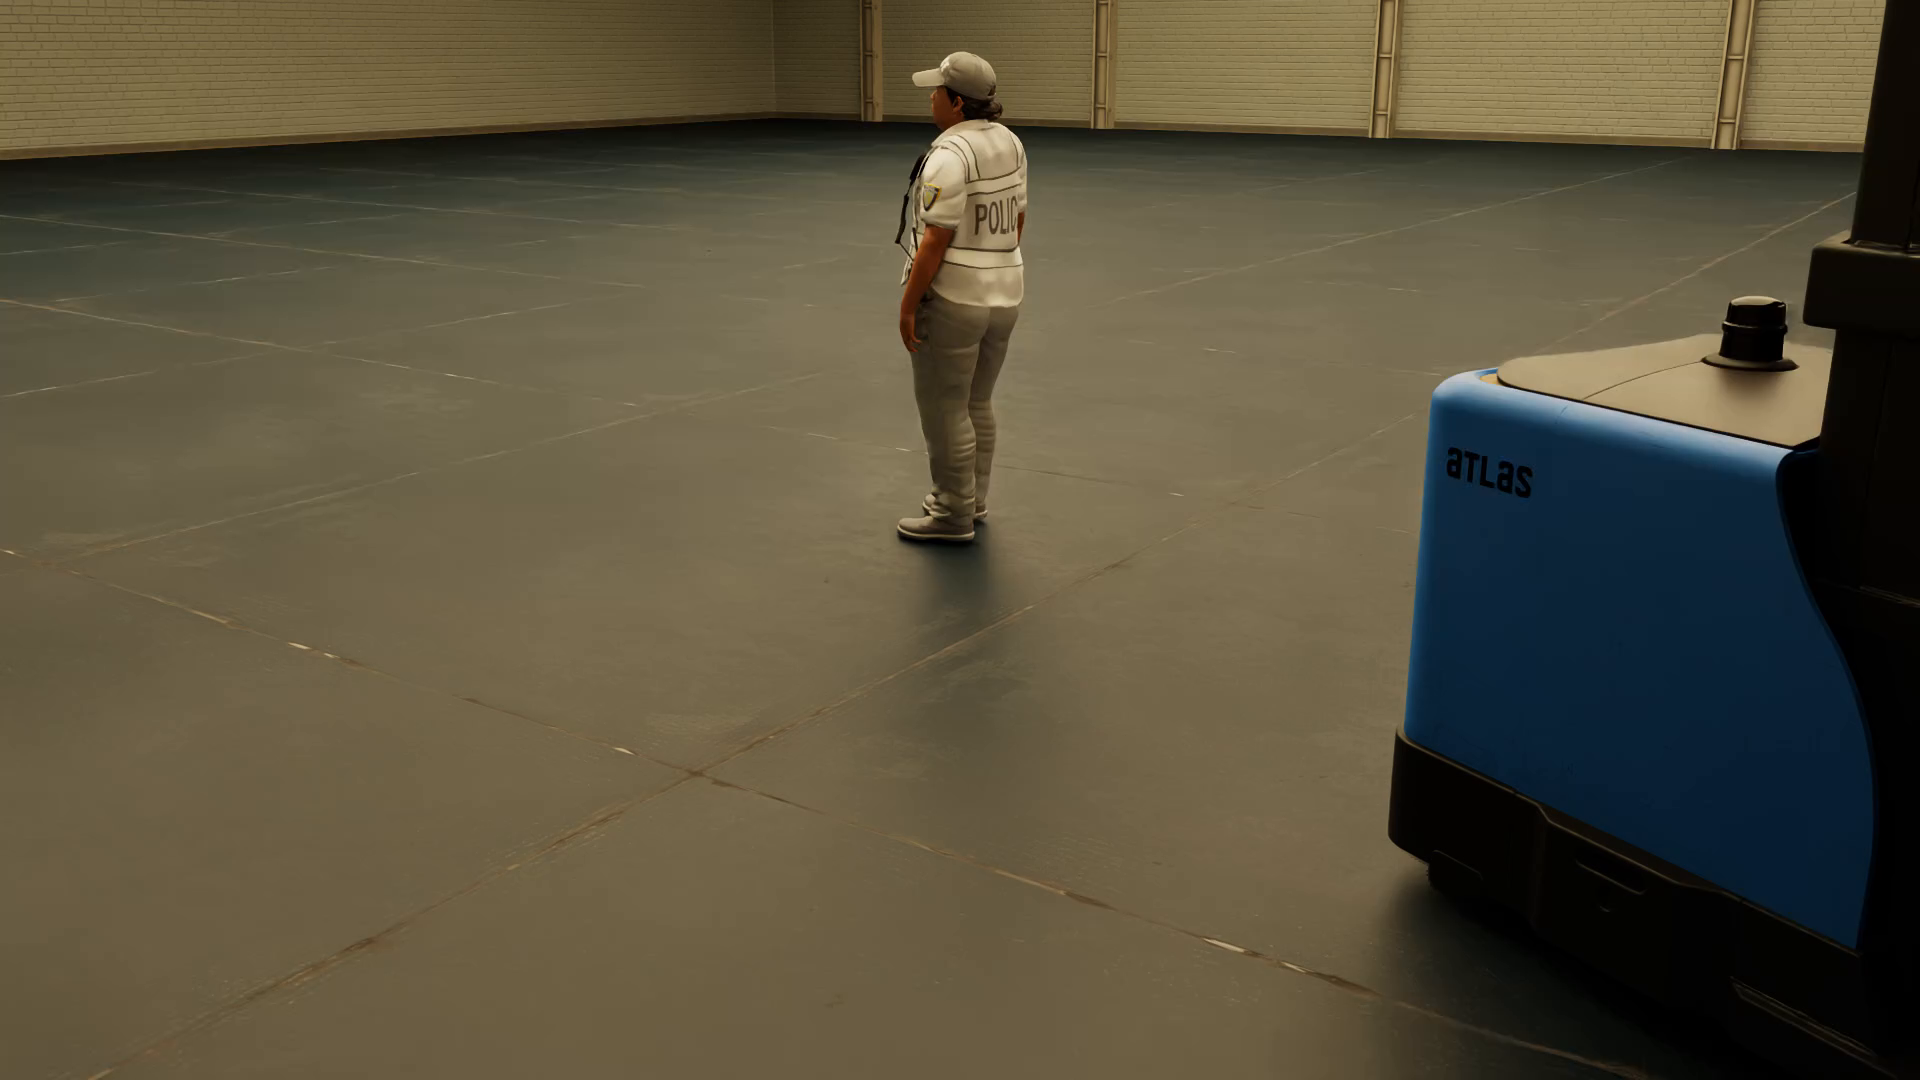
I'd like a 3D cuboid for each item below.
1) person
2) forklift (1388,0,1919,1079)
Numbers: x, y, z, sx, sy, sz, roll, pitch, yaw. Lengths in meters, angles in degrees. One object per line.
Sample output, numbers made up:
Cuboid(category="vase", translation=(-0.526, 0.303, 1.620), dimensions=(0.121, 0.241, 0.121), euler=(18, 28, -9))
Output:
Cuboid(category="person", translation=(-0.050, -0.824, 5.767), dimensions=(0.529, 1.670, 0.599), euler=(11, 20, 33))
Cuboid(category="forklift", translation=(2.105, -0.412, 2.209), dimensions=(1.130, 2.935, 3.031), euler=(-10, 19, -29))
